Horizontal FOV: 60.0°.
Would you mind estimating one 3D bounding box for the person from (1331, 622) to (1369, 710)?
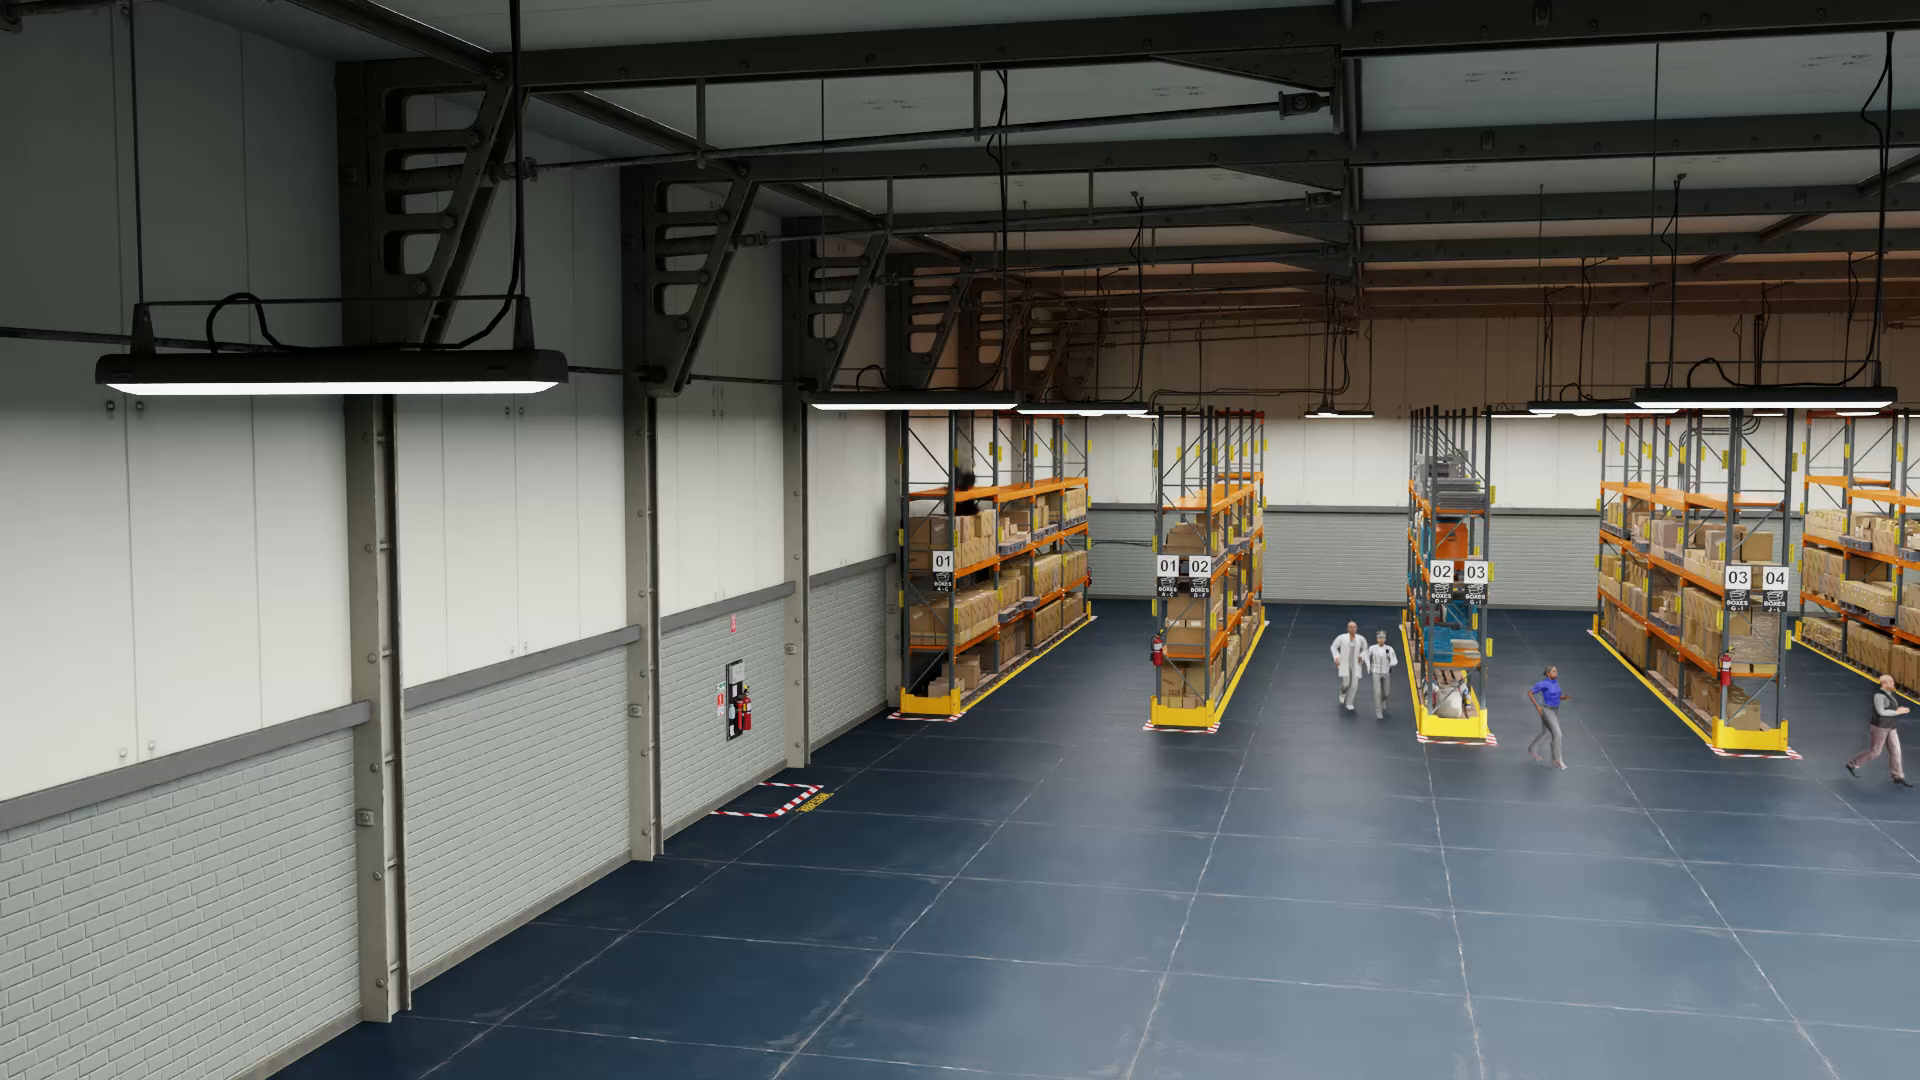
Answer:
[{"bbox_3d":[7.747,2.489,32.989,0.729,1.729,0.671,0,4,2],"label":"person"}]

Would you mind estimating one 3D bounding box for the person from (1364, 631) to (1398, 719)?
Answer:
[{"bbox_3d":[8.130,2.580,32.145,0.626,1.662,0.848,1,4,11],"label":"person"}]

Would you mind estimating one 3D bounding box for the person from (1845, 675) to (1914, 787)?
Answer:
[{"bbox_3d":[14.451,2.962,26.075,0.652,1.716,0.969,-4,5,-42],"label":"person"}]

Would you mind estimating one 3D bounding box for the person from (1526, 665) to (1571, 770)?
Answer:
[{"bbox_3d":[9.749,2.913,27.537,0.789,1.707,0.551,4,6,45],"label":"person"}]
